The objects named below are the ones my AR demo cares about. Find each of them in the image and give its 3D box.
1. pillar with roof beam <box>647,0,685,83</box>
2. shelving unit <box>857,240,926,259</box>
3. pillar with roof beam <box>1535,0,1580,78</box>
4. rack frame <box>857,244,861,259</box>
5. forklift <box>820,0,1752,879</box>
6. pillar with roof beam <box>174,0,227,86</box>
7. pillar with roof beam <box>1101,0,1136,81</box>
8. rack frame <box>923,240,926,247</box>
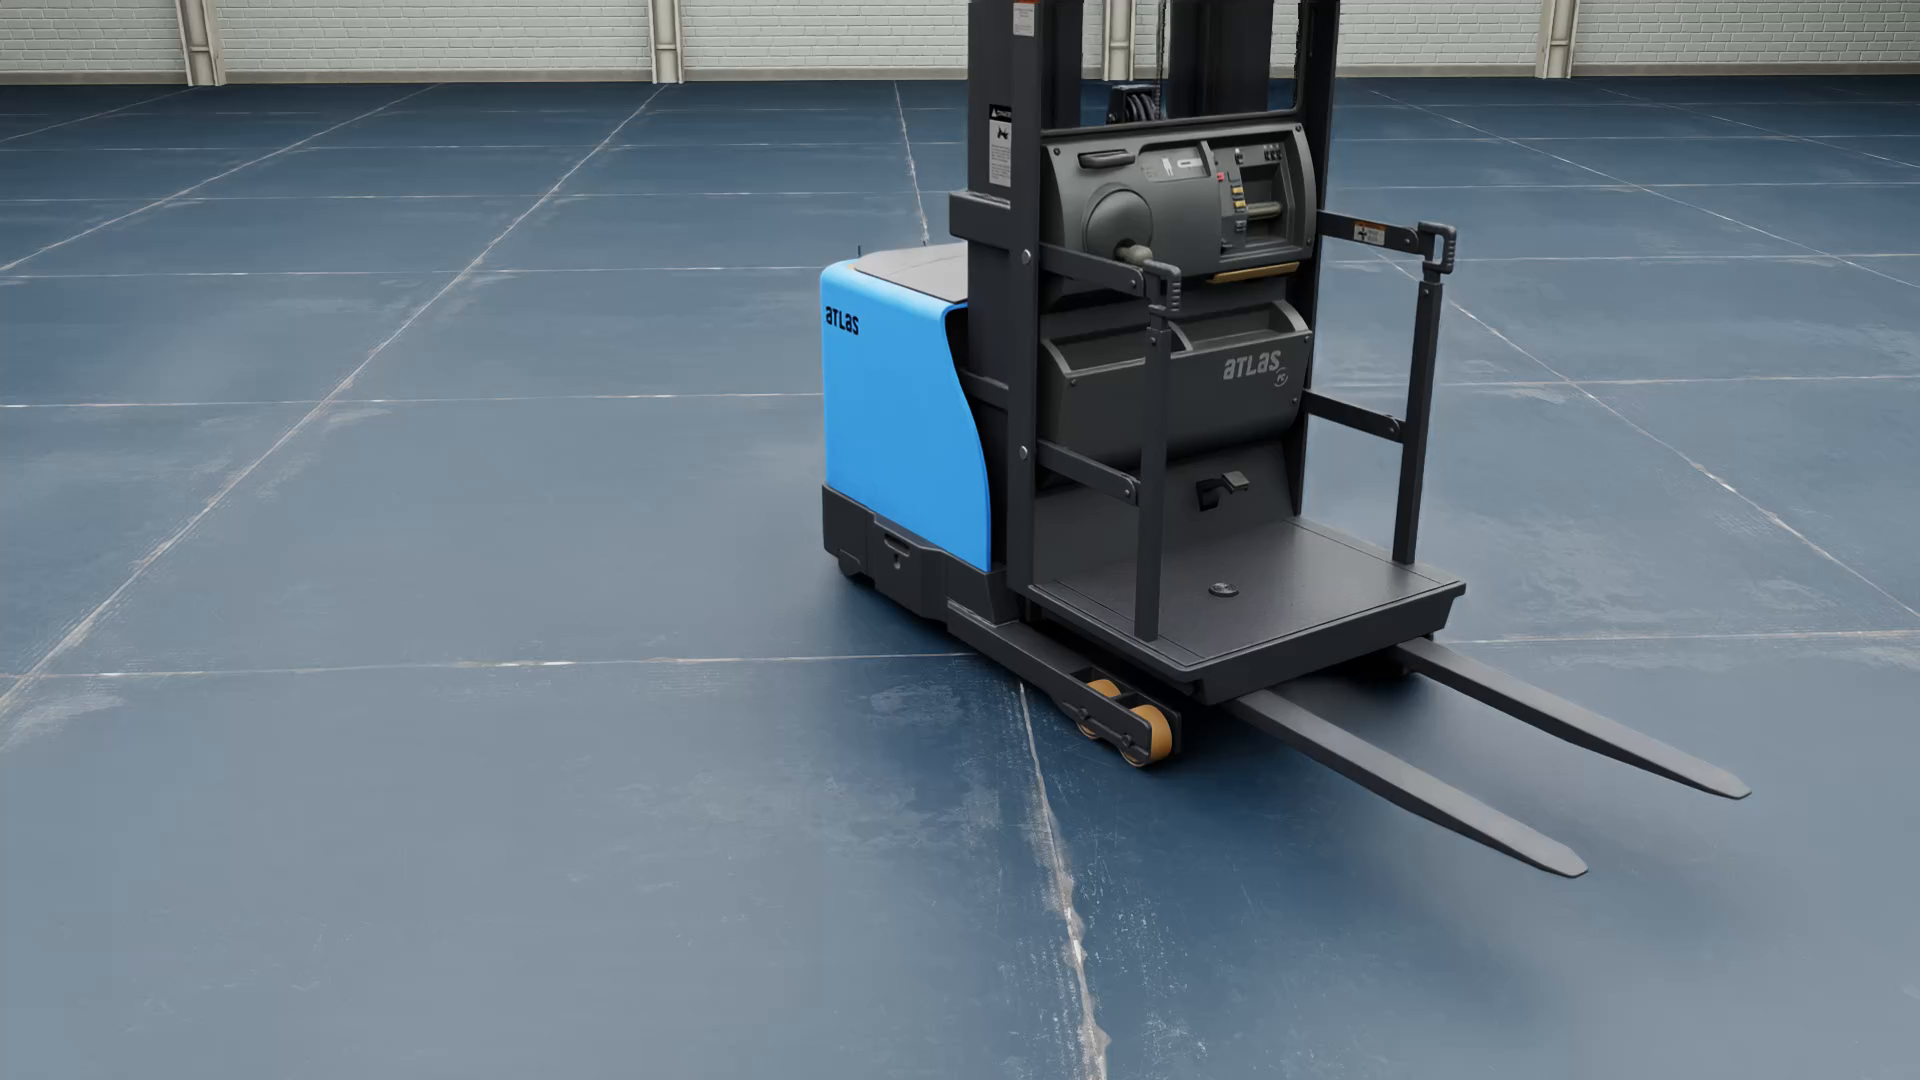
[{"bbox_3d":[-3.627,-8.769,16.507,0.400,9.000,9.100,-1,21,-3],"label":"pillar with roof beam"},{"bbox_3d":[-0.217,-0.550,6.091,0.252,1.050,0.215,-7,22,-17],"label":"shelving unit"},{"bbox_3d":[8.353,-9.013,17.148,0.400,9.000,9.100,-1,21,-3],"label":"pillar with roof beam"},{"bbox_3d":[-0.333,-0.537,6.055,0.008,1.050,0.200,-7,22,-17],"label":"rack frame"},{"bbox_3d":[0.756,-0.948,4.492,1.130,2.935,3.031,-13,25,-31],"label":"forklift"},{"bbox_3d":[-9.618,-8.648,16.187,0.400,9.000,9.100,-1,21,-3],"label":"pillar with roof beam"},{"bbox_3d":[2.363,-8.891,16.827,0.400,9.000,9.100,-1,21,-3],"label":"pillar with roof beam"},{"bbox_3d":[-0.101,-0.564,6.127,0.008,1.050,0.200,-7,22,-17],"label":"rack frame"}]
